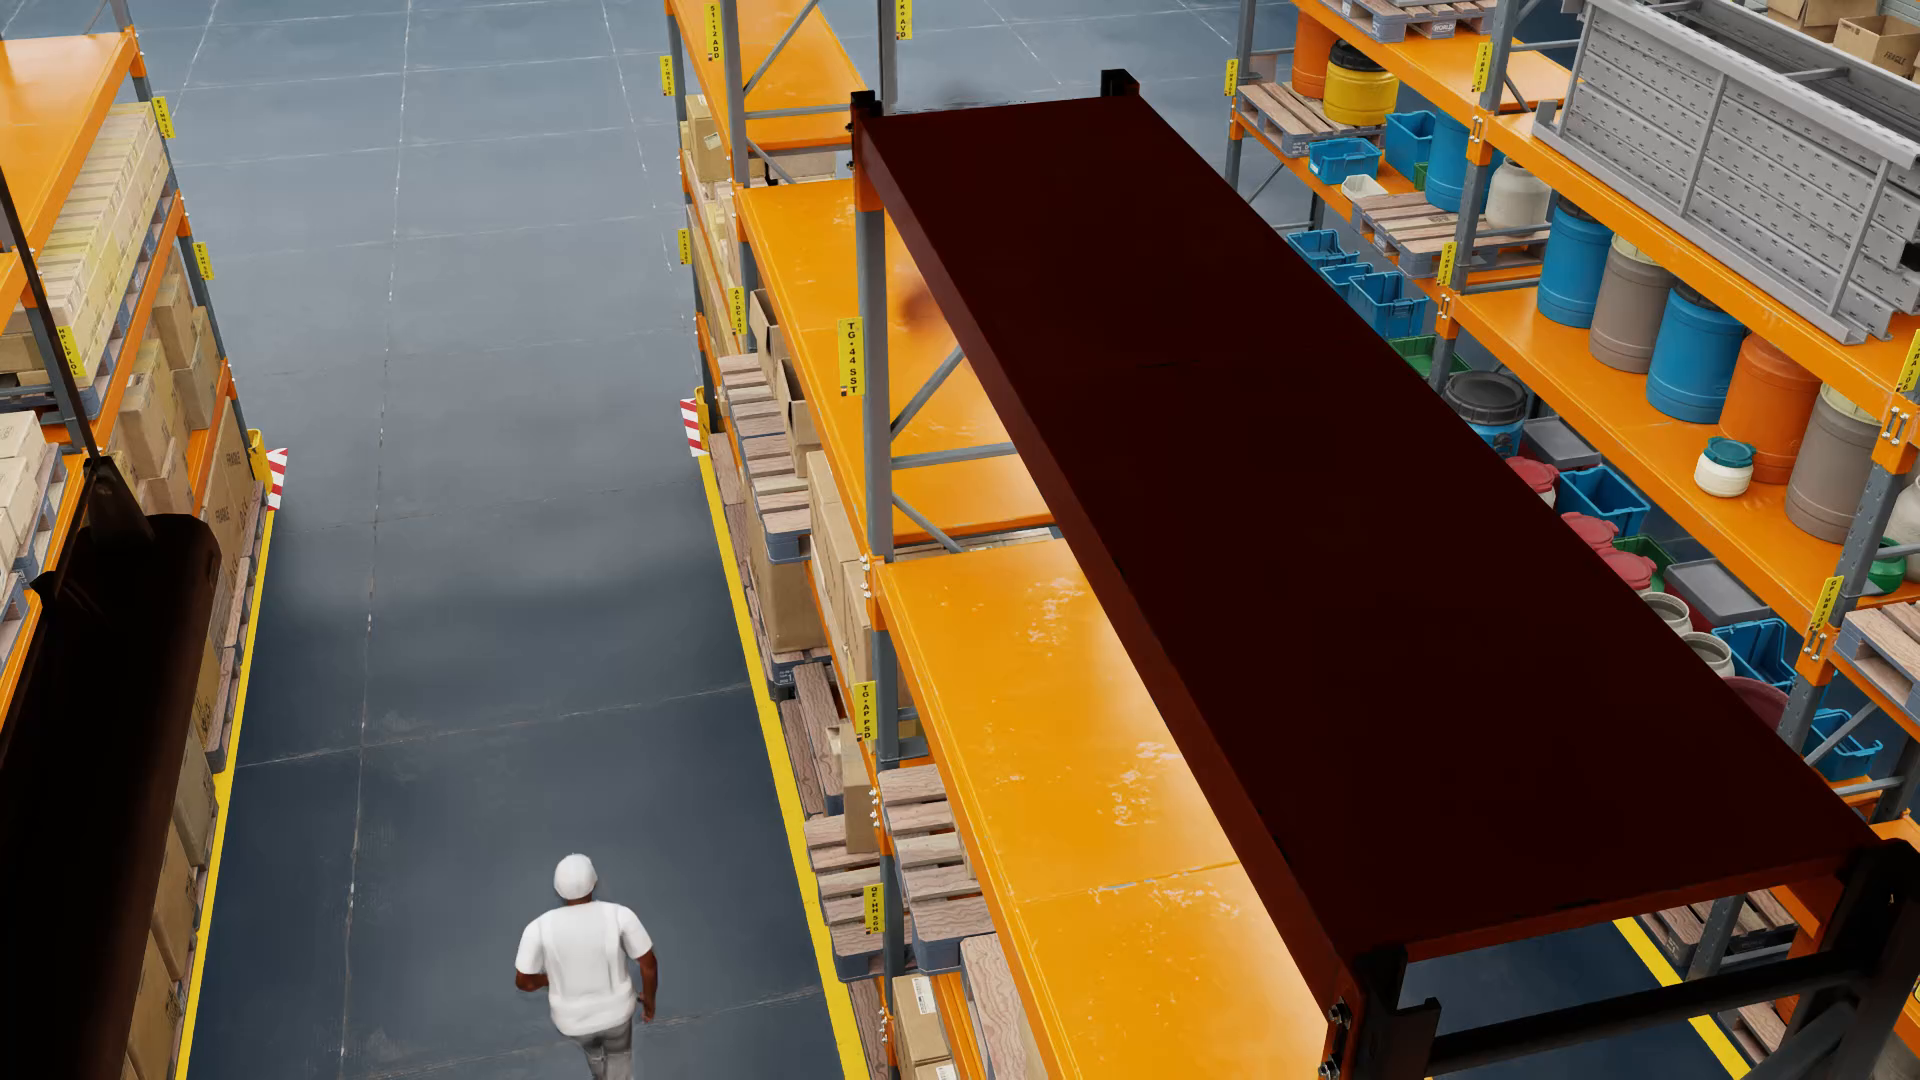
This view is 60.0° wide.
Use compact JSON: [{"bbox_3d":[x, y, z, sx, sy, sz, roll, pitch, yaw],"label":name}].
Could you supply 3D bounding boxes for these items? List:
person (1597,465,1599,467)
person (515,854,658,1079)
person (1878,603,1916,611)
[{"bbox_3d":[5.351,-1.051,14.327,0.638,1.491,0.748,-23,40,-29],"label":"person"},{"bbox_3d":[-1.871,2.457,8.534,0.699,1.706,0.886,-10,36,-14],"label":"person"},{"bbox_3d":[7.118,0.222,12.219,0.661,1.777,1.134,-17,38,-23],"label":"person"}]
